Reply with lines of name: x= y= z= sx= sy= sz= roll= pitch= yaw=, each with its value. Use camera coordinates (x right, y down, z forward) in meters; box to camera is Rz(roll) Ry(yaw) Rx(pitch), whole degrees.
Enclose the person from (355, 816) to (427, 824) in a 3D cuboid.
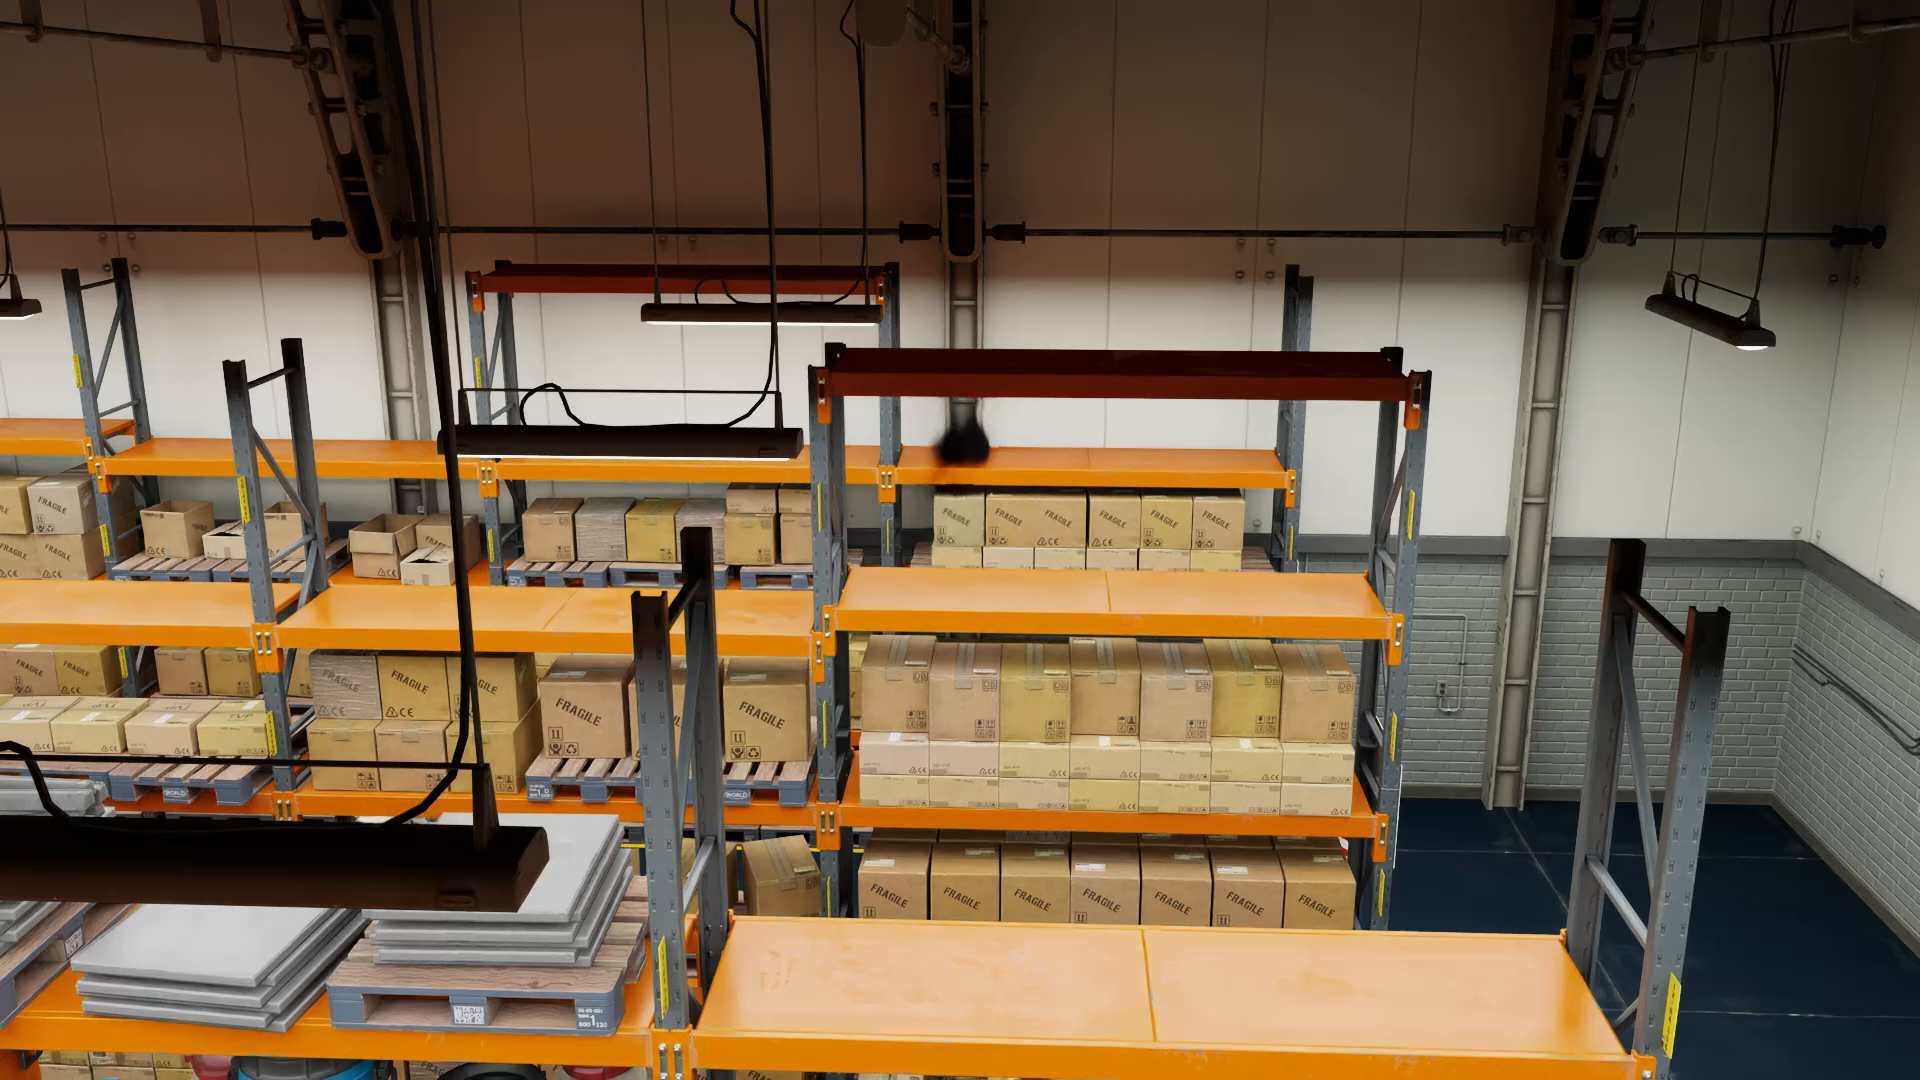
person: x=-5.264 y=2.989 z=15.301 sx=1.023 sy=1.648 sz=0.716 roll=2 pitch=16 yaw=8
